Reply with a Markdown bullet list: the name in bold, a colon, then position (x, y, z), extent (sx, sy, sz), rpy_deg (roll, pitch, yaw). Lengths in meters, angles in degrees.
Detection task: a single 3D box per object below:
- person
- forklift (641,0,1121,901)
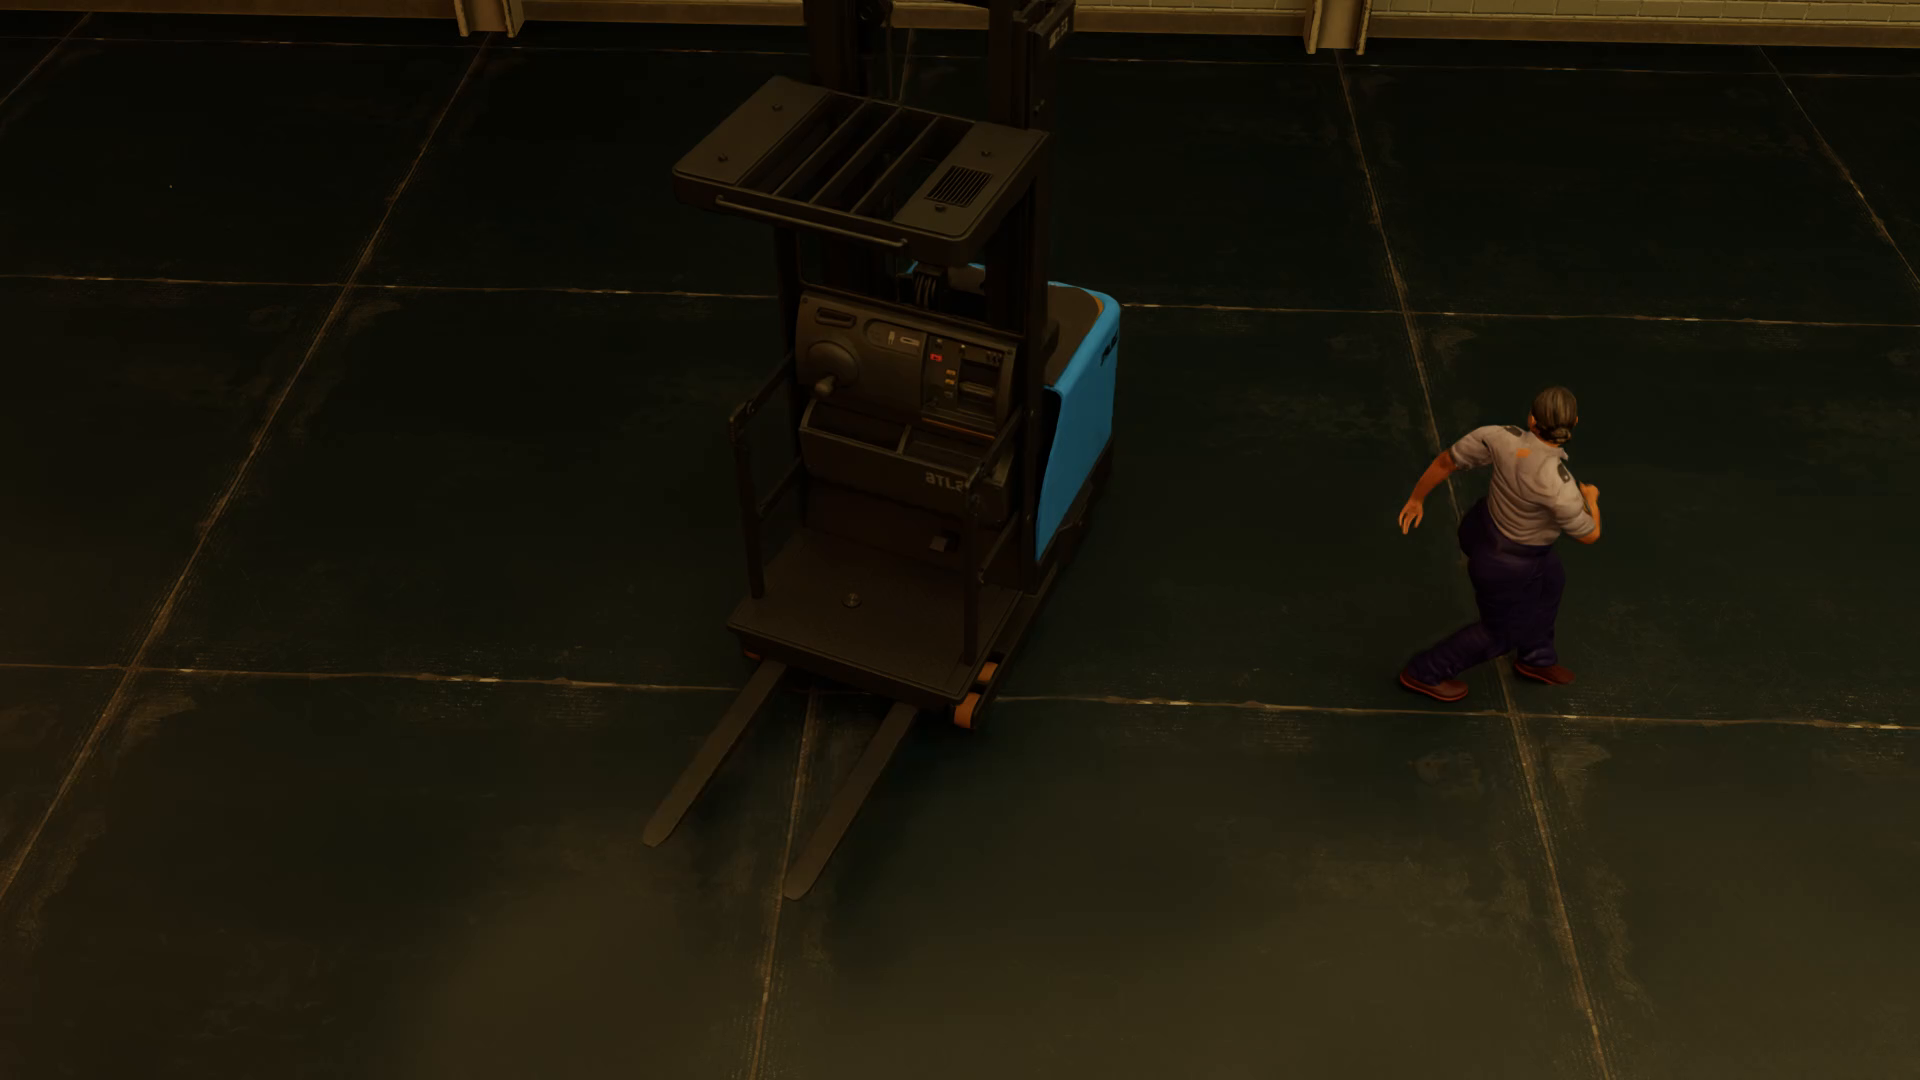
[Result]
- **person**: position (2.252, 0.044, 6.725), extent (0.890, 1.603, 0.505), rpy_deg (-3, 42, -4)
- **forklift**: position (-0.305, -0.613, 6.414), extent (1.130, 2.935, 3.031), rpy_deg (16, 45, 17)
